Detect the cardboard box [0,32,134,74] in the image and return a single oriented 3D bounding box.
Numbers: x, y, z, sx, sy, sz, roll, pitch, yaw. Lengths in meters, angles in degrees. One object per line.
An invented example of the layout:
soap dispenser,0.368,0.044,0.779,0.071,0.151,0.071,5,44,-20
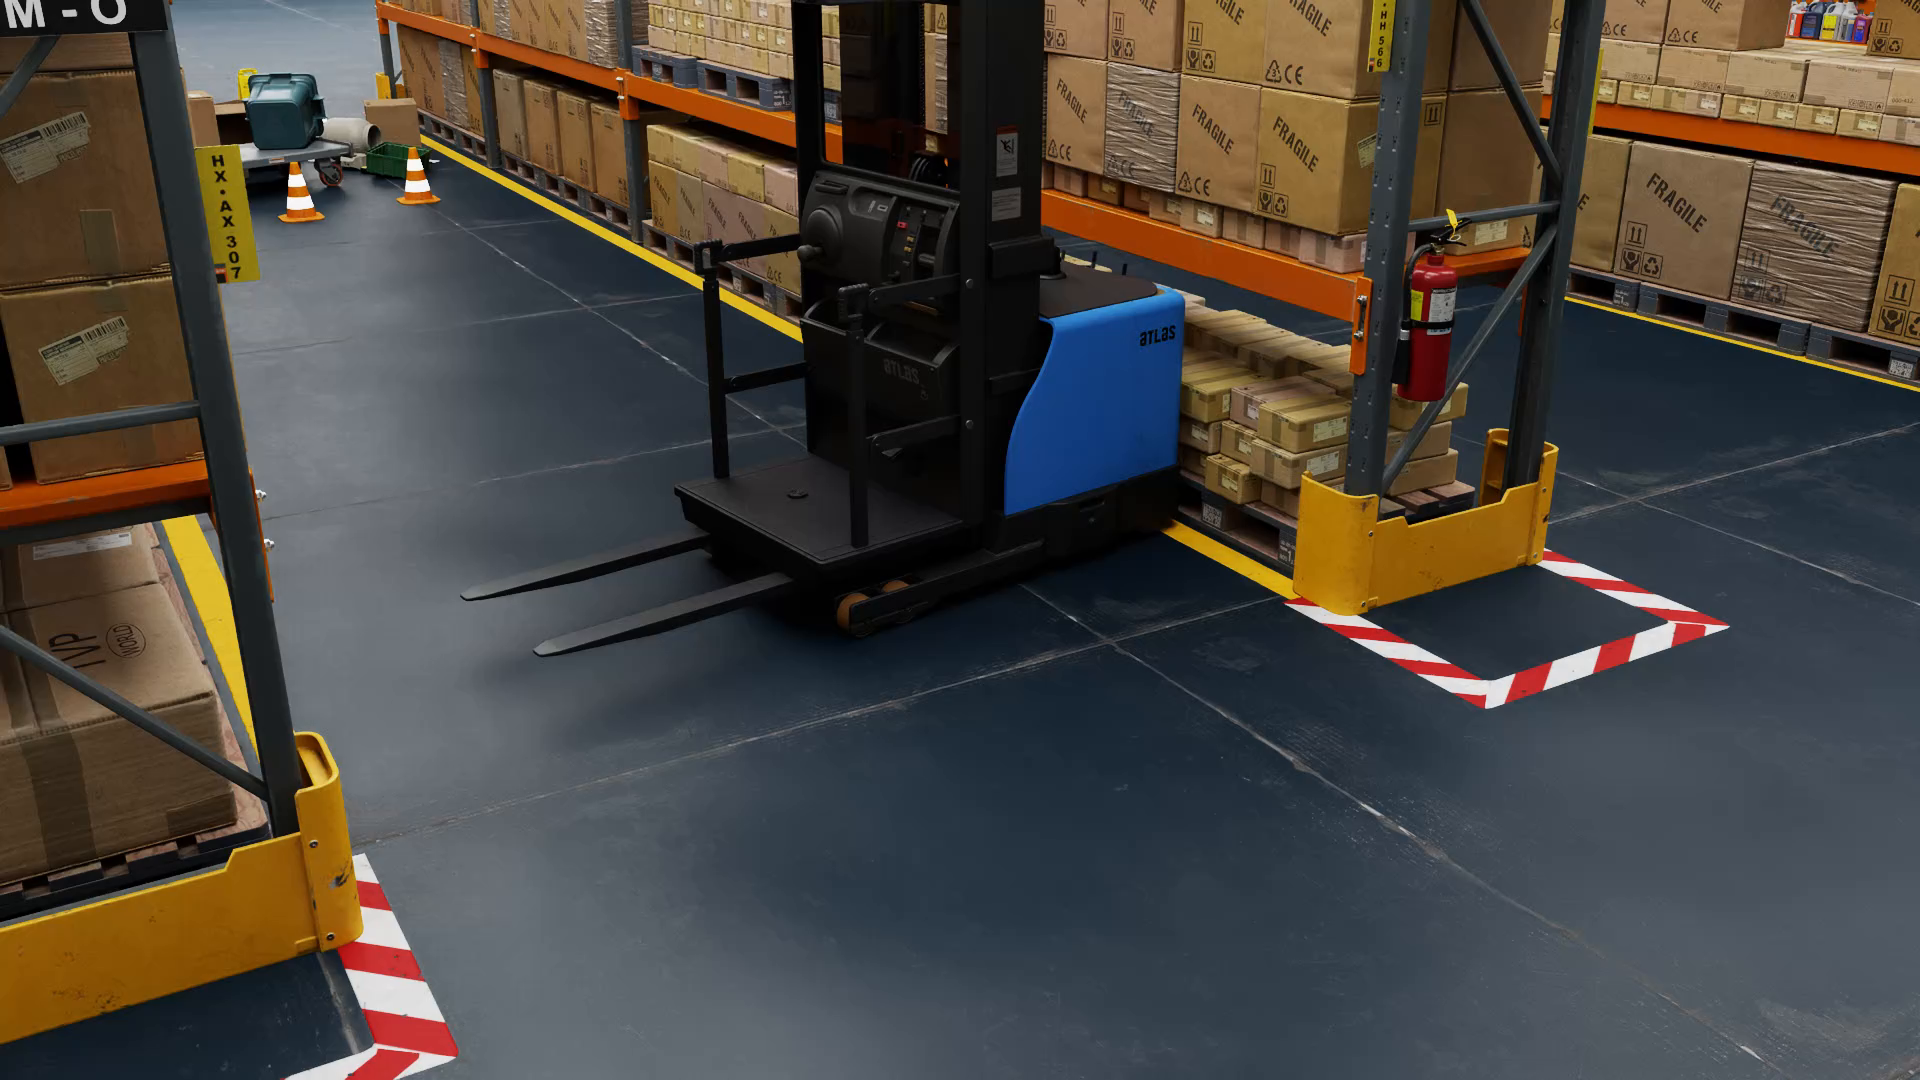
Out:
cardboard box,-2.182,-1.216,3.998,0.380,0.149,0.250,-12,25,-27

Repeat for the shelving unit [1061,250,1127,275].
shelving unit,0.551,-0.829,7.918,0.215,1.050,0.252,-4,23,-32

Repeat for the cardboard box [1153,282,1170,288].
cardboard box,0.908,-1.279,8.913,0.380,0.149,0.250,-14,26,-31

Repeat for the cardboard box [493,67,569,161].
cardboard box,-3.770,-4.076,15.786,1.050,0.750,0.750,-13,25,-29

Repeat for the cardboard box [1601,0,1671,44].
cardboard box,4.507,-3.490,10.722,0.500,0.500,0.500,-13,25,-28

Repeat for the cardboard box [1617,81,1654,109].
cardboard box,4.508,-2.908,10.816,0.380,0.149,0.250,-13,26,-30

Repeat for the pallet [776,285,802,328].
pallet,-0.477,-1.478,10.667,1.003,0.211,1.213,-13,25,-28

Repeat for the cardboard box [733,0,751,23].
cardboard box,-1.255,-3.473,10.858,0.380,0.149,0.250,-13,25,-29

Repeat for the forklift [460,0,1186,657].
forklift,-0.487,-1.209,6.392,3.031,2.935,1.130,-17,28,-36

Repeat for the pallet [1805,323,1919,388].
pallet,5.805,-1.096,9.728,1.003,0.211,1.213,-13,25,-28

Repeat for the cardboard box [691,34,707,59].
cardboard box,-1.652,-3.446,11.582,0.380,0.149,0.250,-11,25,-26

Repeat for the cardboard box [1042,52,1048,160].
cardboard box,0.443,-2.164,8.125,0.500,0.500,0.500,-13,26,-29

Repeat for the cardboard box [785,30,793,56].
cardboard box,-0.855,-3.078,10.282,0.380,0.149,0.250,-14,26,-30

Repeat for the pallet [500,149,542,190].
pallet,-3.706,-3.580,15.840,1.003,0.211,1.213,-13,25,-28

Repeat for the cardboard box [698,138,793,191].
cardboard box,-1.477,-2.600,11.491,0.500,0.250,0.500,-12,25,-28

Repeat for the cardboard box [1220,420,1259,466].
cardboard box,1.363,-0.445,7.257,0.380,0.149,0.250,-13,26,-29

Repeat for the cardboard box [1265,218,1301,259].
cardboard box,1.461,-1.245,6.726,0.380,0.149,0.250,-13,25,-28

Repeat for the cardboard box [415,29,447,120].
cardboard box,-5.354,-5.121,18.192,0.875,0.875,0.875,-13,26,-29

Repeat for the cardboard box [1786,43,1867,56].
cardboard box,5.472,-2.918,10.311,0.500,0.250,0.500,-13,26,-29

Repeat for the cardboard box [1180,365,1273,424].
cardboard box,1.156,-0.647,7.357,0.380,0.149,0.250,-13,26,-29

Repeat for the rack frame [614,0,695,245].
rack frame,-2.122,-3.813,12.708,1.000,3.000,0.127,-13,25,-28

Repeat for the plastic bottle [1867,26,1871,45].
plastic bottle,7.933,-4.397,14.410,0.097,0.201,0.097,0,22,0

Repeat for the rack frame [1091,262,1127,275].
rack frame,0.614,-0.785,7.822,0.200,1.050,0.008,-4,23,-32

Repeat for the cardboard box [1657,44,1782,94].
cardboard box,4.771,-2.976,10.455,0.500,0.250,0.500,-12,25,-27

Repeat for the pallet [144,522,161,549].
pallet,-3.961,0.020,6.982,1.003,0.211,1.213,-13,25,-28

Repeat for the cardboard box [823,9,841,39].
cardboard box,-0.589,-3.051,9.819,0.380,0.149,0.250,-13,26,-30

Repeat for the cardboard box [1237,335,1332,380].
cardboard box,1.529,-0.844,7.843,0.380,0.149,0.250,-14,26,-31

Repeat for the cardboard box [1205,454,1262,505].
cardboard box,1.298,-0.291,7.272,0.380,0.149,0.250,-12,25,-27

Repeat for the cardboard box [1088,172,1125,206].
cardboard box,0.824,-1.674,7.781,0.380,0.149,0.250,-12,25,-27

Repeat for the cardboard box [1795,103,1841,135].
cardboard box,5.160,-2.494,9.797,0.380,0.149,0.250,-13,25,-28

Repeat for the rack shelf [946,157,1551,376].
rack shelf,0.943,-1.537,8.065,1.077,0.370,4.000,-13,25,-28

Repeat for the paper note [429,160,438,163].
paper note,-5.287,-3.776,16.559,0.142,0.020,0.147,8,23,18

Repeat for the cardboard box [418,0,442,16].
cardboard box,-5.195,-5.817,17.441,0.875,0.550,0.500,-13,25,-28

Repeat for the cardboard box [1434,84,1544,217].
cardboard box,1.973,-1.606,6.750,0.500,0.500,0.500,-11,25,-26

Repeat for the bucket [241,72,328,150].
bucket,-6.216,-3.896,15.241,0.726,0.611,0.620,-4,32,-10

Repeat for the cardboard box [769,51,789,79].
cardboard box,-0.985,-3.022,10.538,0.380,0.149,0.250,-14,26,-30

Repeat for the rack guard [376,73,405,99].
rack guard,-6.220,-5.252,19.569,1.175,0.500,0.348,-13,25,-28

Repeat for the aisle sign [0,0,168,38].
aisle sign,-1.953,-1.475,3.504,0.394,0.787,0.004,-13,25,-28

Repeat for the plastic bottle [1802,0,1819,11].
plastic bottle,7.995,-4.932,15.627,0.152,0.276,0.135,-13,25,-28

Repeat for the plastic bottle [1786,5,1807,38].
plastic bottle,7.572,-4.681,15.010,0.152,0.276,0.135,-13,25,-28

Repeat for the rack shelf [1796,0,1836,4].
rack shelf,9.691,-6.952,21.388,1.077,0.370,4.000,-13,25,-28

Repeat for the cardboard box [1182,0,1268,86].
cardboard box,1.259,-2.135,6.724,0.500,0.500,0.500,-14,26,-30

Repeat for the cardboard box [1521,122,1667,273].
cardboard box,4.506,-2.420,11.546,0.875,0.875,0.875,-13,25,-28

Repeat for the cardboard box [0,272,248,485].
cardboard box,-2.237,-0.495,4.413,0.500,0.500,0.500,-13,25,-29

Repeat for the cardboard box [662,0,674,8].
cardboard box,-1.912,-3.893,11.892,0.380,0.149,0.250,-13,26,-30

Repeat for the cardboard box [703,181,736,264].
cardboard box,-1.453,-2.244,11.610,0.500,0.500,0.500,-13,26,-30

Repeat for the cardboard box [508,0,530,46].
cardboard box,-3.616,-4.606,14.527,0.500,0.500,0.500,-13,25,-29

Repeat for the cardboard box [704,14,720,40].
cardboard box,-1.512,-3.498,11.315,0.380,0.149,0.250,-13,25,-28
